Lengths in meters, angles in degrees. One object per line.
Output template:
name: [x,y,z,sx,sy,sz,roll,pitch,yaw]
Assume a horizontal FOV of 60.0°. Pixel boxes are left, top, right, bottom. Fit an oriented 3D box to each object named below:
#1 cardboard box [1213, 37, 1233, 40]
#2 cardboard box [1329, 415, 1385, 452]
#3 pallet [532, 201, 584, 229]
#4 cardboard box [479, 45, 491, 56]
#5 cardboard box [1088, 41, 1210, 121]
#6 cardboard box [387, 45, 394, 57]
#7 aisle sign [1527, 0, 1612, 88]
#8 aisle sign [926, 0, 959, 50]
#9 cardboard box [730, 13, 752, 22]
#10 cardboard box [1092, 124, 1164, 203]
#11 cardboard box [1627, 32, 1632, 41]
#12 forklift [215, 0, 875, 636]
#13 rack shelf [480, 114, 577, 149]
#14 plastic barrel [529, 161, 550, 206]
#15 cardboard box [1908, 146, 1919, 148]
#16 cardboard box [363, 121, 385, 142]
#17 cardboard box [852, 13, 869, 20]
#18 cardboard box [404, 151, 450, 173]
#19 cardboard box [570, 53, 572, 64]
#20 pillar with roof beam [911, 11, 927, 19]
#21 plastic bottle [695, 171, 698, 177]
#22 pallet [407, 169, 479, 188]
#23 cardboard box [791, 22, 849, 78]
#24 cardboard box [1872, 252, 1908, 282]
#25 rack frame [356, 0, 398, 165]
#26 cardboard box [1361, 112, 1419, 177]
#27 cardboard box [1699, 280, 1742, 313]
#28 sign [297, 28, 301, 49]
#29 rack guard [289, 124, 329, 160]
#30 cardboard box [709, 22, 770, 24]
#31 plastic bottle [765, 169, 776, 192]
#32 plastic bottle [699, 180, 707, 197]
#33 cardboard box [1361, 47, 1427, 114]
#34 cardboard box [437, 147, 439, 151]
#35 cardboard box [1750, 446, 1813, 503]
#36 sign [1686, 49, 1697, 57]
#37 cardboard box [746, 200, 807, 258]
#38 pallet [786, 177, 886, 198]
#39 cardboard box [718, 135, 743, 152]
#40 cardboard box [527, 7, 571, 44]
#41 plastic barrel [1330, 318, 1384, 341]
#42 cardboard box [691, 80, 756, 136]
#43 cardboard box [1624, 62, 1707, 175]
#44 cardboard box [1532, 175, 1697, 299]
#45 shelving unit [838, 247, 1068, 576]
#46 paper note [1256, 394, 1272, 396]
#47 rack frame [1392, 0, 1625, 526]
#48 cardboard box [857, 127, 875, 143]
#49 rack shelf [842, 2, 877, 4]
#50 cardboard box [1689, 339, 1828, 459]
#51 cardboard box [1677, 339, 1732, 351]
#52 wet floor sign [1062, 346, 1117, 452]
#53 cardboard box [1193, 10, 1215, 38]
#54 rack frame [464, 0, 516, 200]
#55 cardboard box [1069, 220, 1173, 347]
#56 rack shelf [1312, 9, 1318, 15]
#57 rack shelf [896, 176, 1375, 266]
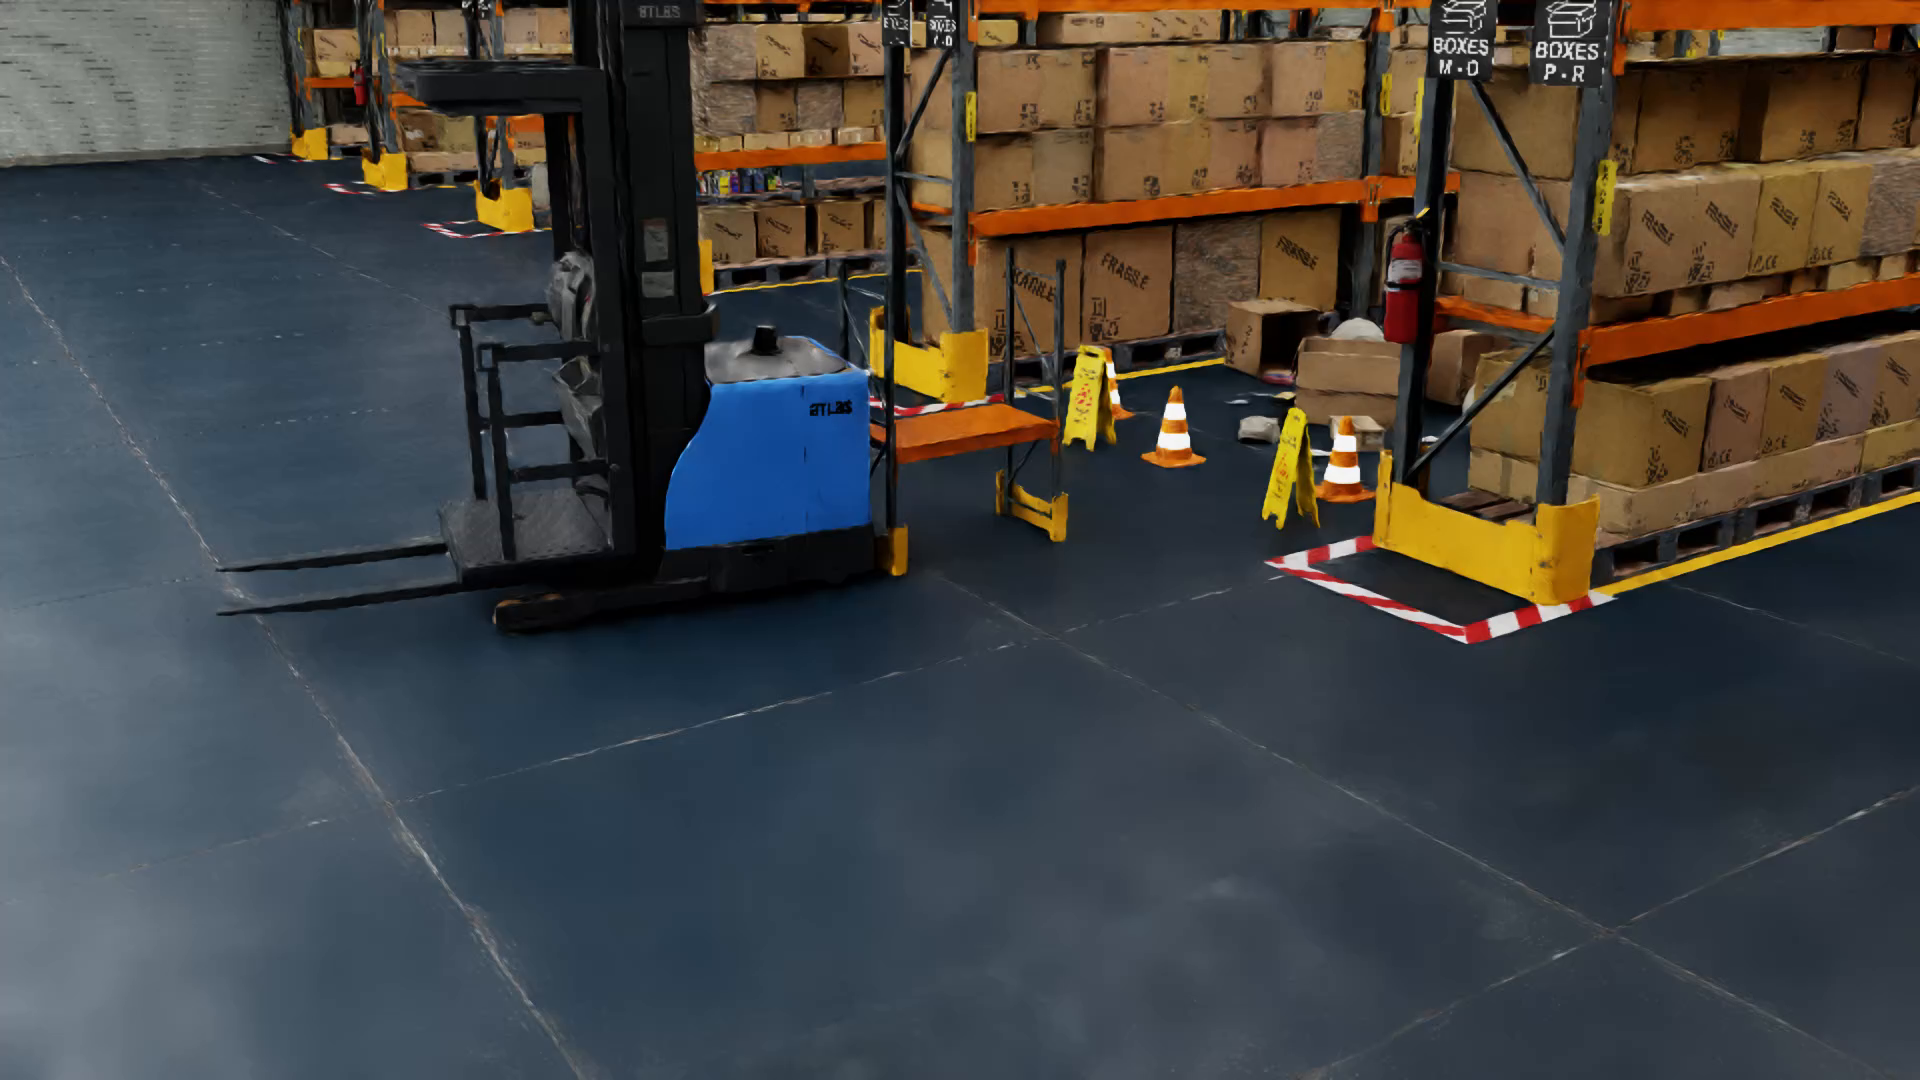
cardboard box: [4.824,-9.283,31.561,0.500,0.500,0.500,-11,22,-30]
cardboard box: [2.564,-0.688,10.747,0.250,0.149,0.380,-1,19,-3]
pallet: [-4.874,-4.090,20.711,1.213,0.211,1.003,-12,22,-31]
cardboard box: [-7.007,-7.117,24.143,0.250,0.149,0.380,-13,23,-33]
cardboard box: [1.428,-3.524,12.762,0.500,0.550,0.875,-12,22,-31]
cardboard box: [-8.100,-7.042,23.919,0.250,0.149,0.380,-12,22,-32]
aisle sign: [2.700,-2.405,7.315,0.004,0.787,0.394,-12,22,-31]
aisle sign: [-0.120,-3.713,11.182,0.004,0.787,0.394,-12,22,-31]
cardboard box: [-4.124,-10.004,32.029,0.500,0.250,0.500,-11,22,-30]
cardboard box: [1.044,-2.890,12.574,0.550,0.550,0.875,-12,22,-31]
cardboard box: [9.098,-6.968,23.471,0.500,0.500,0.500,-13,22,-33]
forklift: [-1.994,-1.139,7.736,3.031,2.935,1.130,-8,20,-21]
rack shelf: [-3.923,-5.255,20.926,4.000,0.370,1.077,-12,22,-31]
plastic barrel: [-5.085,-4.400,20.503,0.421,0.512,0.421,0,19,0]
cardboard box: [5.688,-2.016,9.601,0.500,0.500,0.500,-13,22,-33]
cardboard box: [-9.938,-7.026,28.553,0.500,0.311,0.500,-10,21,-27]
cardboard box: [-2.127,-10.232,32.702,0.500,0.250,0.500,-11,22,-30]
cardboard box: [-7.744,-5.500,24.166,0.500,0.250,0.500,-12,22,-31]
cardboard box: [-5.777,-7.146,25.241,0.500,0.500,0.700,-12,22,-32]
pillar with roof beam: [1.457,-12.052,30.541,0.400,9.000,9.100,-12,22,-31]
plastic bottle: [-3.473,-4.787,21.974,0.133,0.283,0.061,-11,21,-29]
pallet: [-7.698,-5.394,24.568,1.213,0.211,1.003,-12,22,-31]
cardboard box: [-1.421,-4.779,16.214,0.500,0.500,0.500,-12,22,-31]
cardboard box: [4.974,-1.535,9.193,0.250,0.149,0.380,-12,22,-32]
rack frame: [-8.314,-6.569,23.690,0.127,3.000,1.000,-12,22,-31]
cardboard box: [3.702,-3.346,14.002,0.500,0.500,0.500,-12,22,-31]
cardboard box: [3.685,-1.259,8.375,0.250,0.149,0.380,-12,22,-31]
sign: [-10.743,-8.158,27.039,0.005,0.325,0.100,-12,22,-31]
rack guard: [-10.978,-6.722,28.047,0.348,0.500,1.175,-12,22,-31]
cardboard box: [-2.131,-4.833,16.373,0.500,0.500,0.500,-12,22,-31]
plastic bottle: [-2.473,-4.696,21.706,0.133,0.283,0.061,-11,21,-29]
plastic bottle: [-3.283,-4.494,21.234,0.097,0.201,0.097,0,19,0]
cardboard box: [3.527,-3.889,14.044,0.500,0.500,0.700,-12,22,-32]
cardboard box: [-7.618,-5.730,24.846,0.500,0.250,0.500,-12,22,-31]
cardboard box: [4.286,-0.420,9.138,0.500,0.250,0.500,-10,21,-28]
sign: [6.764,-4.384,15.418,0.005,0.325,0.100,-12,22,-31]
cardboard box: [-1.858,-3.153,16.834,0.500,0.500,0.500,-6,20,-17]
pallet: [-1.618,-4.775,22.739,1.213,0.211,1.003,-12,22,-31]
cardboard box: [-2.280,-3.825,15.965,0.250,0.149,0.380,-12,22,-31]
cardboard box: [-6.180,-7.678,24.789,0.500,0.500,0.700,-12,22,-31]
plastic barrel: [3.011,-1.448,12.565,0.421,0.421,0.512,2,19,6]
cardboard box: [-2.395,-4.196,16.051,0.500,0.500,0.875,-12,22,-31]
cardboard box: [3.315,-2.165,8.482,0.500,0.500,0.700,-12,22,-31]
cardboard box: [3.129,-1.465,7.973,0.500,0.500,0.500,-12,22,-32]
shelving unit: [-0.030,-0.699,8.669,1.083,1.500,0.587,-12,22,-31]
paper note: [2.203,-1.049,12.029,0.123,0.001,0.032,-1,19,-3]
rack frame: [2.581,-1.268,8.009,0.127,3.000,1.000,-12,22,-31]
cardboard box: [-1.058,-4.104,16.790,0.250,0.149,0.380,-12,22,-31]
rack shelf: [-3.303,-8.706,26.450,4.000,0.370,1.077,-12,22,-31]
cardboard box: [4.284,-0.771,9.007,0.500,0.500,0.500,-11,22,-30]
cardboard box: [3.966,-0.910,9.418,0.500,0.500,0.500,-13,22,-33]
wet floor sign: [0.839,-0.924,10.668,0.232,0.644,0.267,-17,25,-41]
cardboard box: [4.407,-9.667,31.136,0.500,0.500,0.500,-11,22,-30]
rack frame: [-5.593,-5.243,19.769,0.127,3.000,1.000,-12,22,-31]
cardboard box: [1.038,-2.059,13.012,0.875,0.875,0.875,-12,22,-32]
rack shelf: [5.483,-6.760,20.695,4.000,0.370,1.077,-12,22,-31]
rack shelf: [1.445,-2.585,13.030,4.000,0.370,1.077,-12,22,-31]
